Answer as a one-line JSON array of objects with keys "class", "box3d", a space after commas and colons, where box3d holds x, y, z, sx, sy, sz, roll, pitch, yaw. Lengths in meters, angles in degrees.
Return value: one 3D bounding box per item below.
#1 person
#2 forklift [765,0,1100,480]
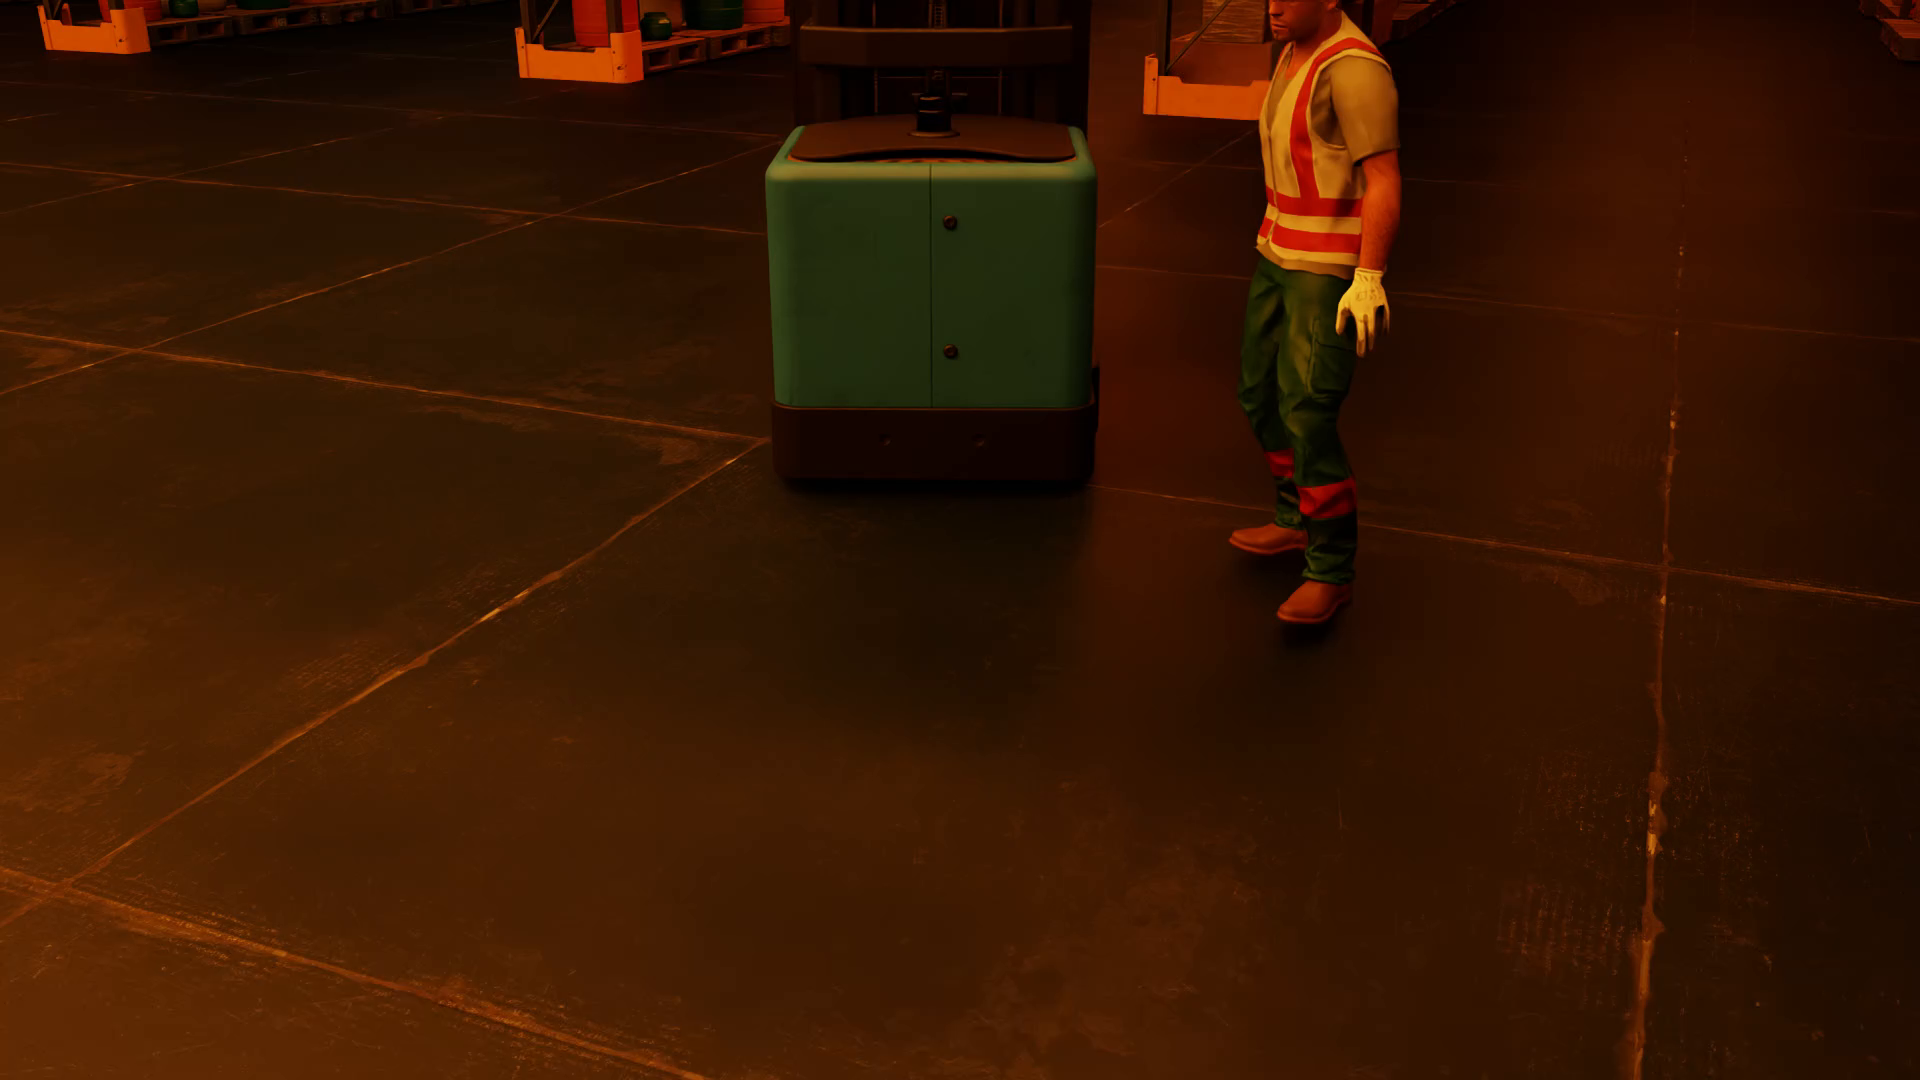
[{"class": "person", "box3d": [0.925, -0.732, 4.475, 0.430, 1.749, 0.849, -5, 23, -11]}, {"class": "forklift", "box3d": [-0.068, -2.064, 6.230, 1.130, 2.935, 3.031, 0, 23, 1]}]
